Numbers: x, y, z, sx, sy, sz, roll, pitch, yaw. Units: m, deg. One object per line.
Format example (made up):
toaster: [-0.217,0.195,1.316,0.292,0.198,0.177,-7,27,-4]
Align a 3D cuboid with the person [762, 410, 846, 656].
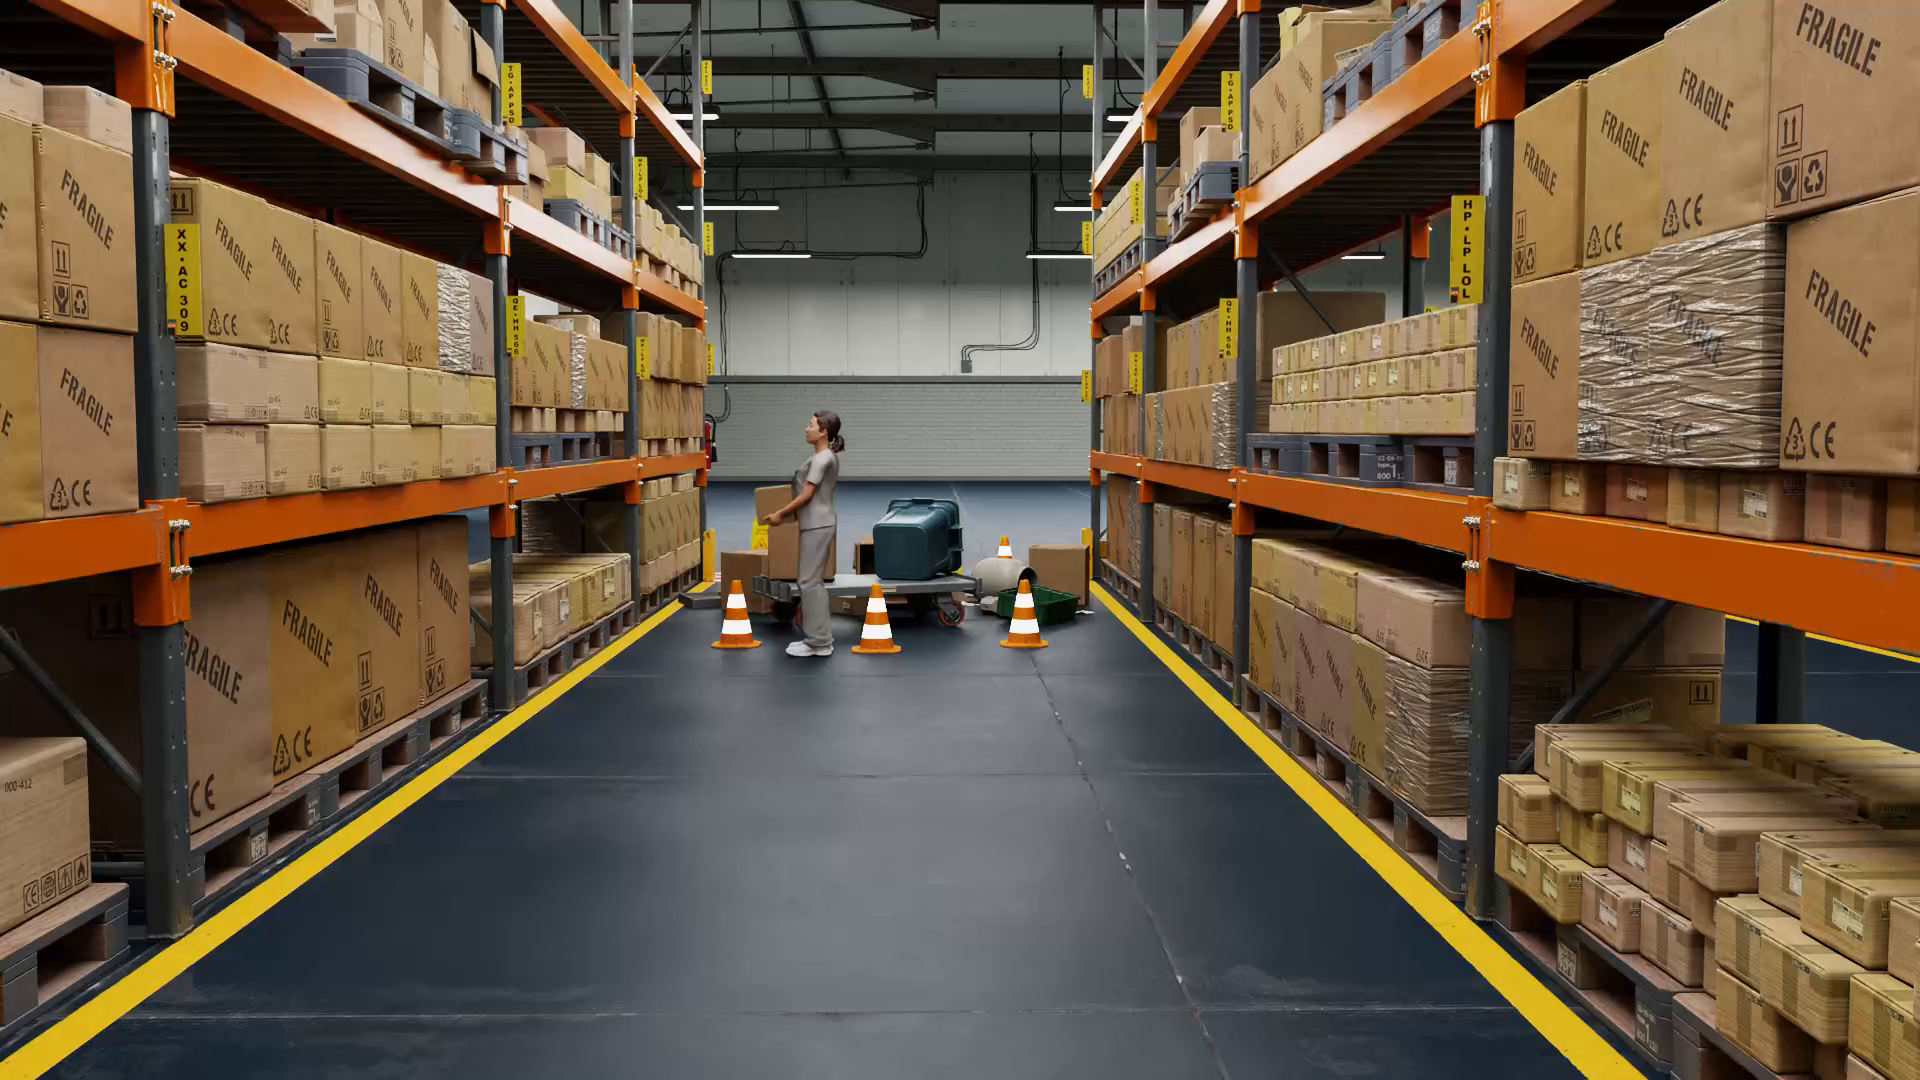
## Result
person: [-1.048,-0.050,11.290,0.559,1.662,0.439,0,4,-1]
